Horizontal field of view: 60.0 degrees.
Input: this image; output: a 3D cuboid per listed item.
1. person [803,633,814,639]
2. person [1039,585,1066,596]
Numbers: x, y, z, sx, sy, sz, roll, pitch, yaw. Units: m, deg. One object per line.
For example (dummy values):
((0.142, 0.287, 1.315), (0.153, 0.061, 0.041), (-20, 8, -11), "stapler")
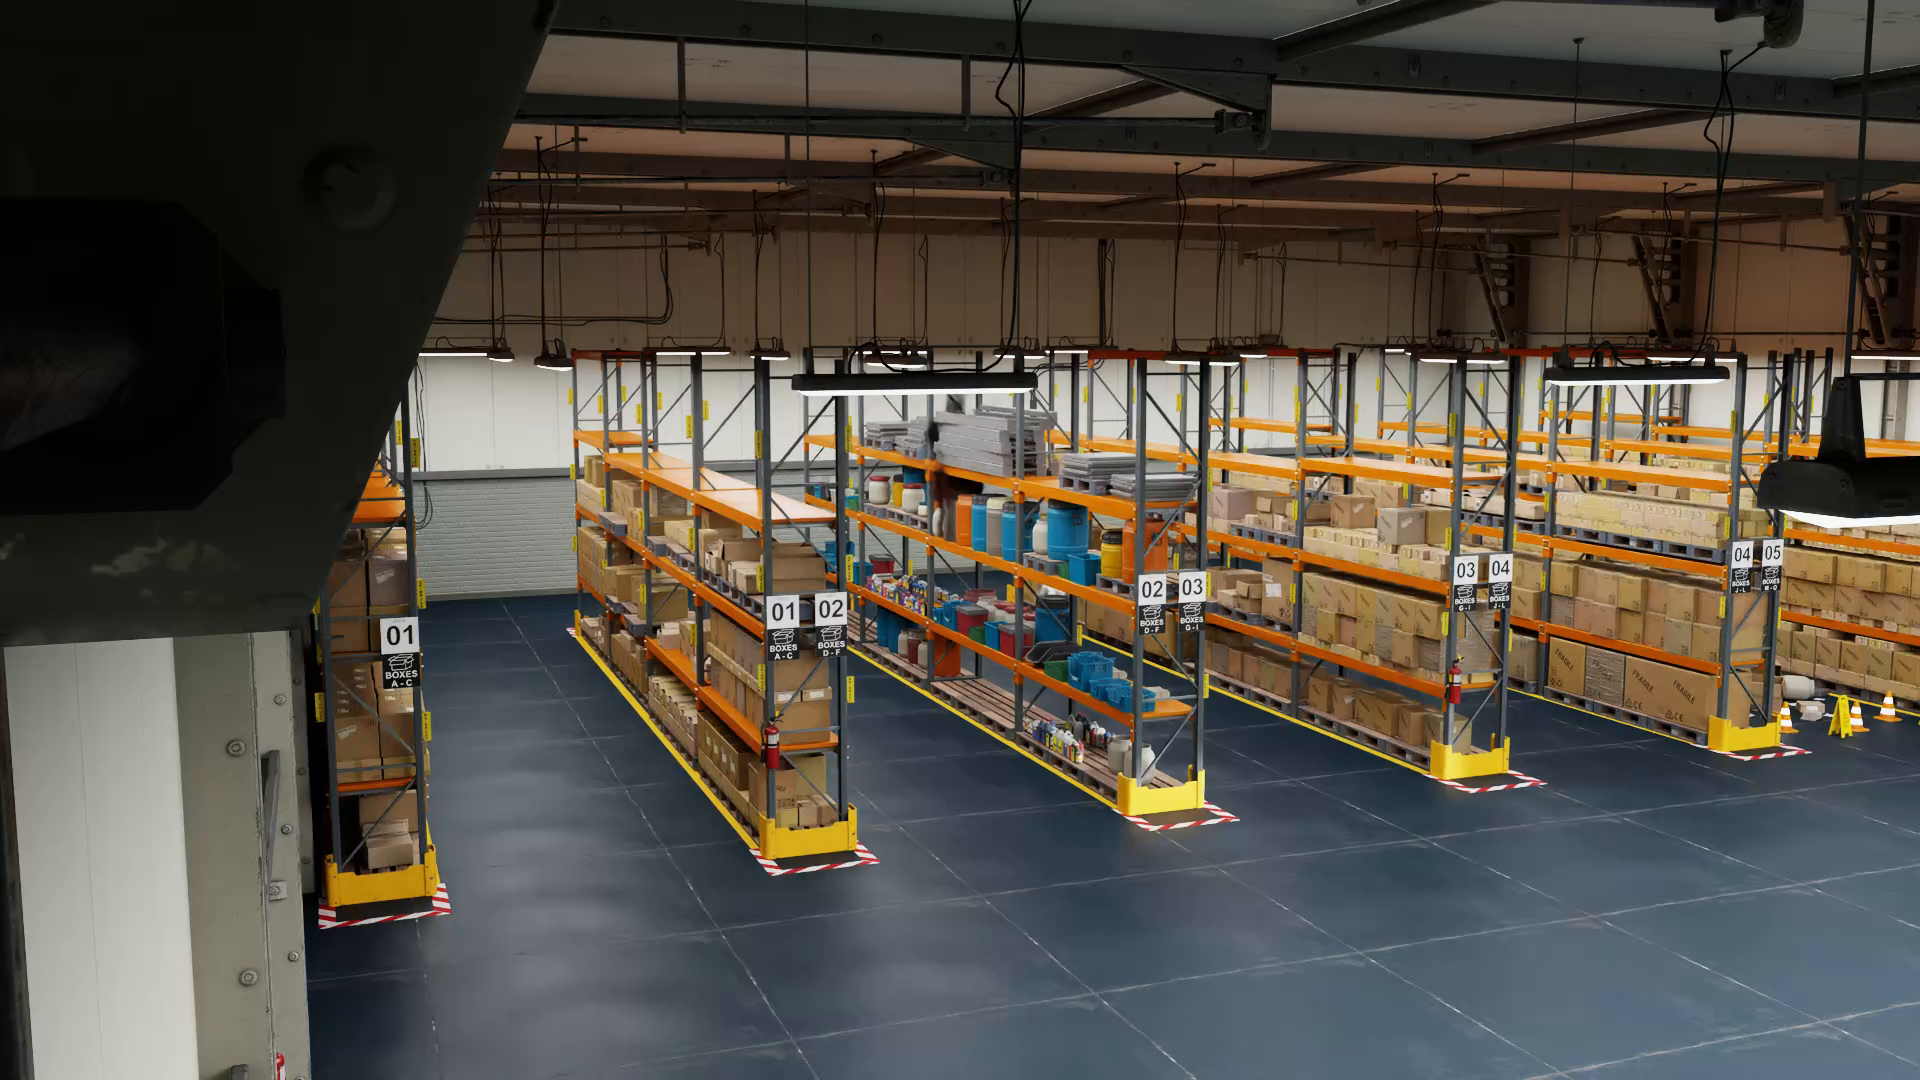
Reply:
((-3.052, 1.481, 32.155), (0.681, 1.758, 0.778), (-3, 8, -19), "person")
((1.757, 1.376, 30.708), (0.661, 1.739, 0.523), (-4, 8, -29), "person")
